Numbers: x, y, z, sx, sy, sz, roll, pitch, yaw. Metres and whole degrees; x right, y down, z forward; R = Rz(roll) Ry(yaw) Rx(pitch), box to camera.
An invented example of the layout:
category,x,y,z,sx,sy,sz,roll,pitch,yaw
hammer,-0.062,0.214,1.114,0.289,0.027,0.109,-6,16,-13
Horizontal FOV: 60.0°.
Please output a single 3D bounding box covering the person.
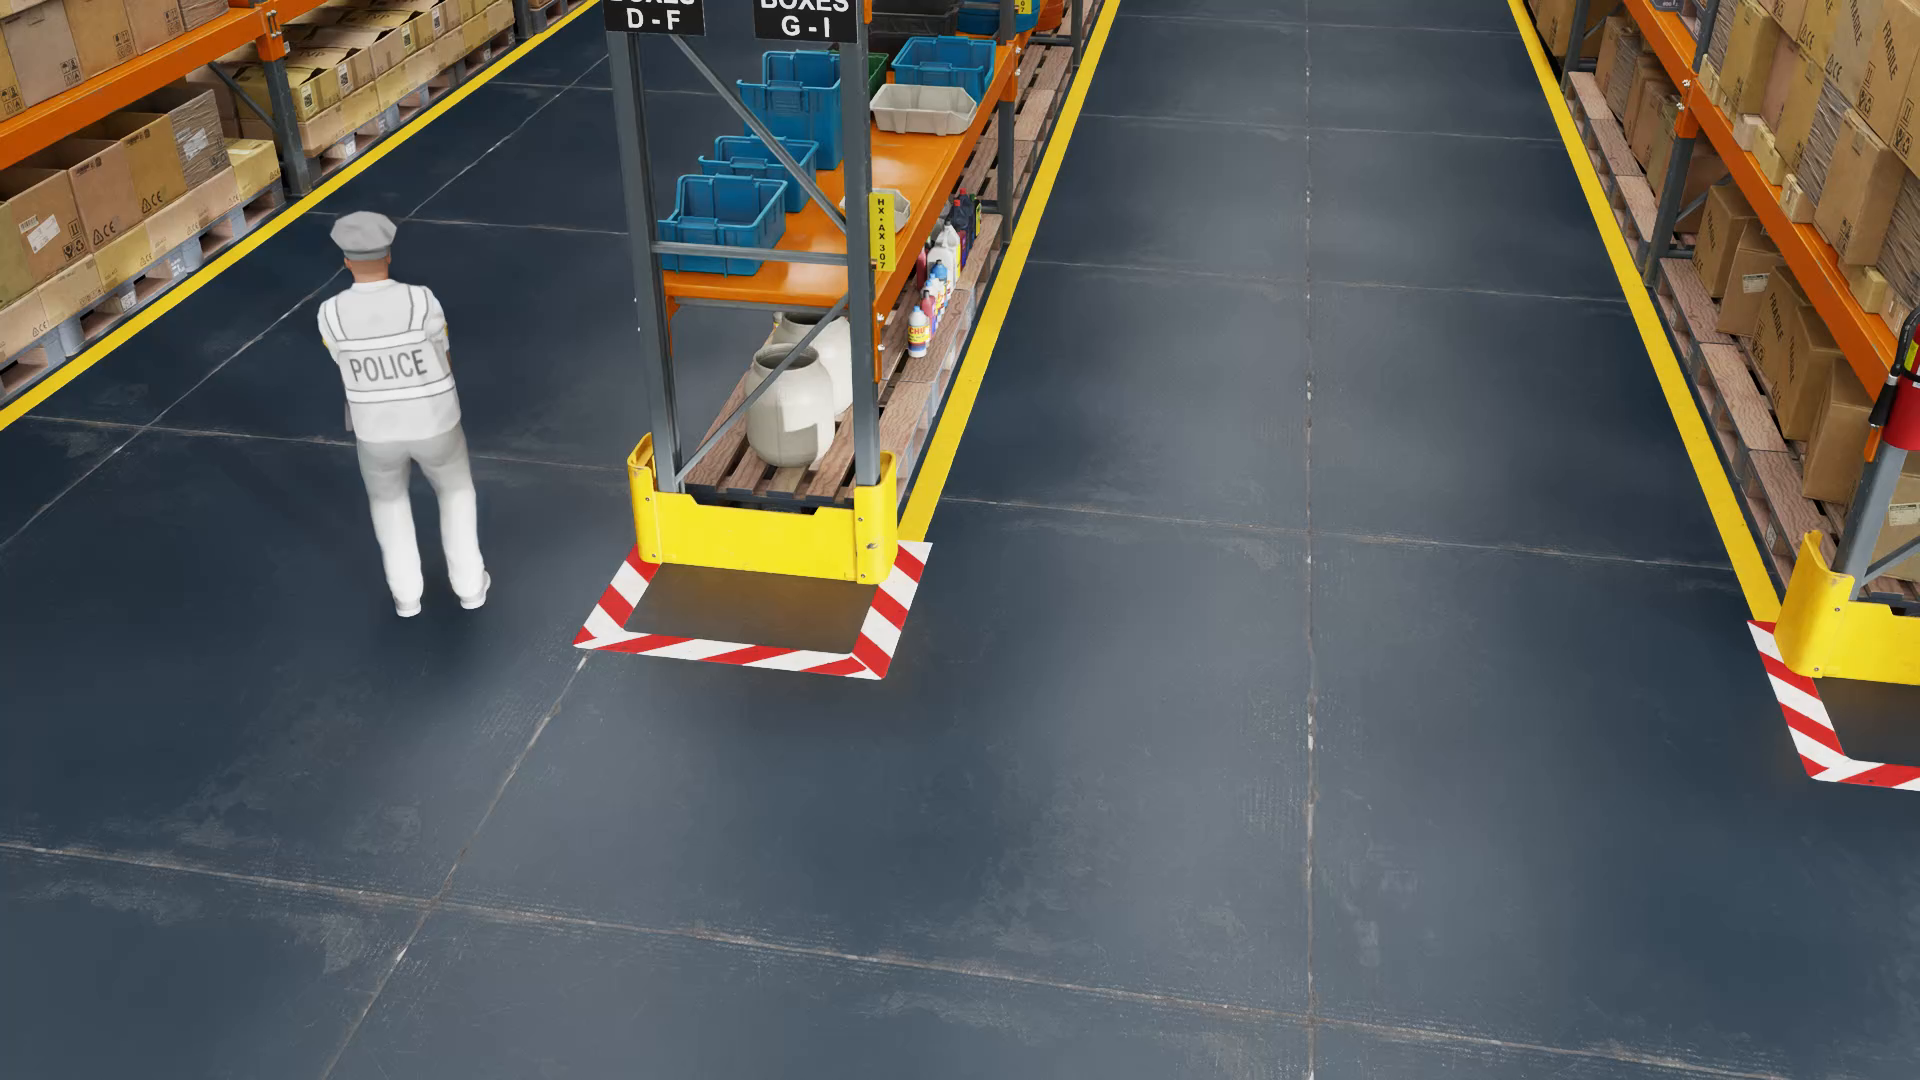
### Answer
category,x,y,z,sx,sy,sz,roll,pitch,yaw
person,-2.325,-0.509,6.941,0.489,1.755,0.560,-8,33,-12
